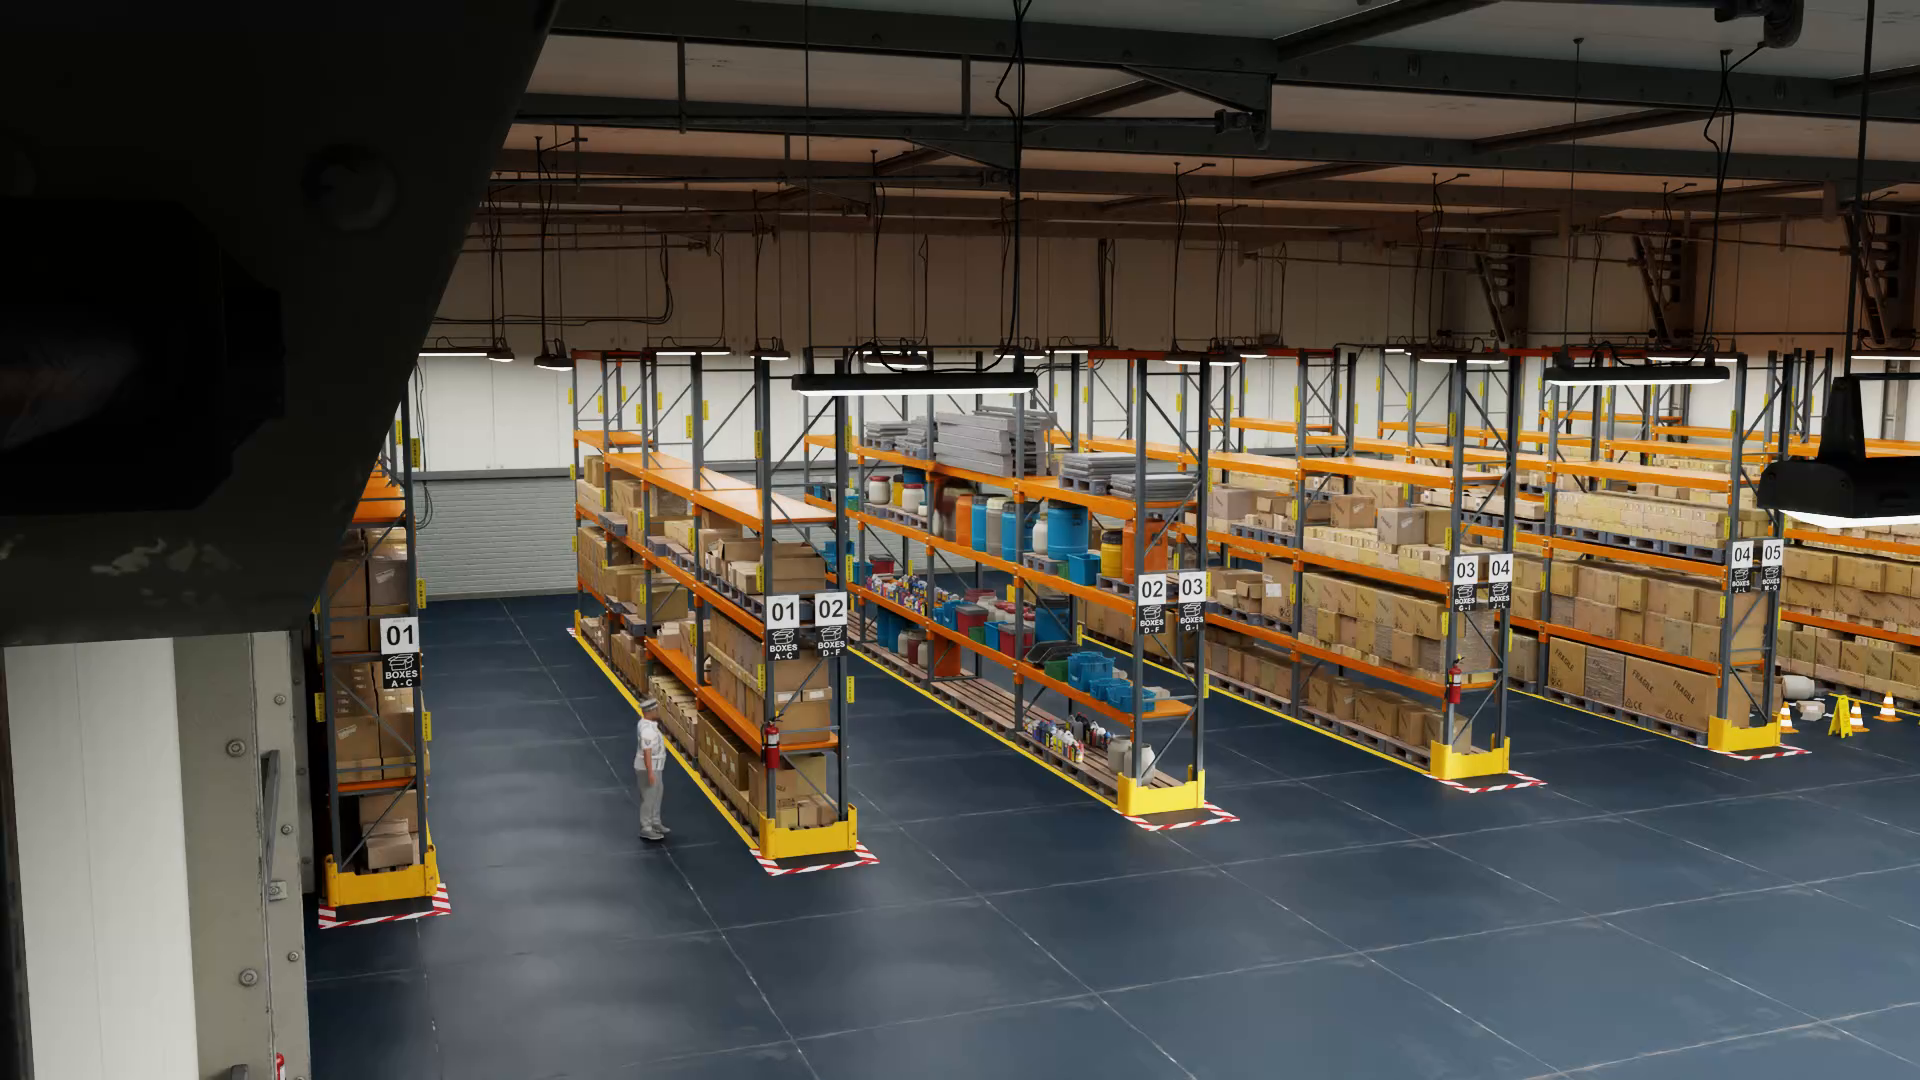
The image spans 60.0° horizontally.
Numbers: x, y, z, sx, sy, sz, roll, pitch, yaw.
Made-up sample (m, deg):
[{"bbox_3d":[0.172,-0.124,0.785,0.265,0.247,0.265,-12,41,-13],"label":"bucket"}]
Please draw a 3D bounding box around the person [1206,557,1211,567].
[{"bbox_3d":[5.101,1.164,34.867,0.364,1.683,0.491,-1,7,-6],"label":"person"}]

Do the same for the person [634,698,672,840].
[{"bbox_3d":[-3.877,2.890,20.929,0.448,1.817,0.631,-1,7,-7],"label":"person"}]
